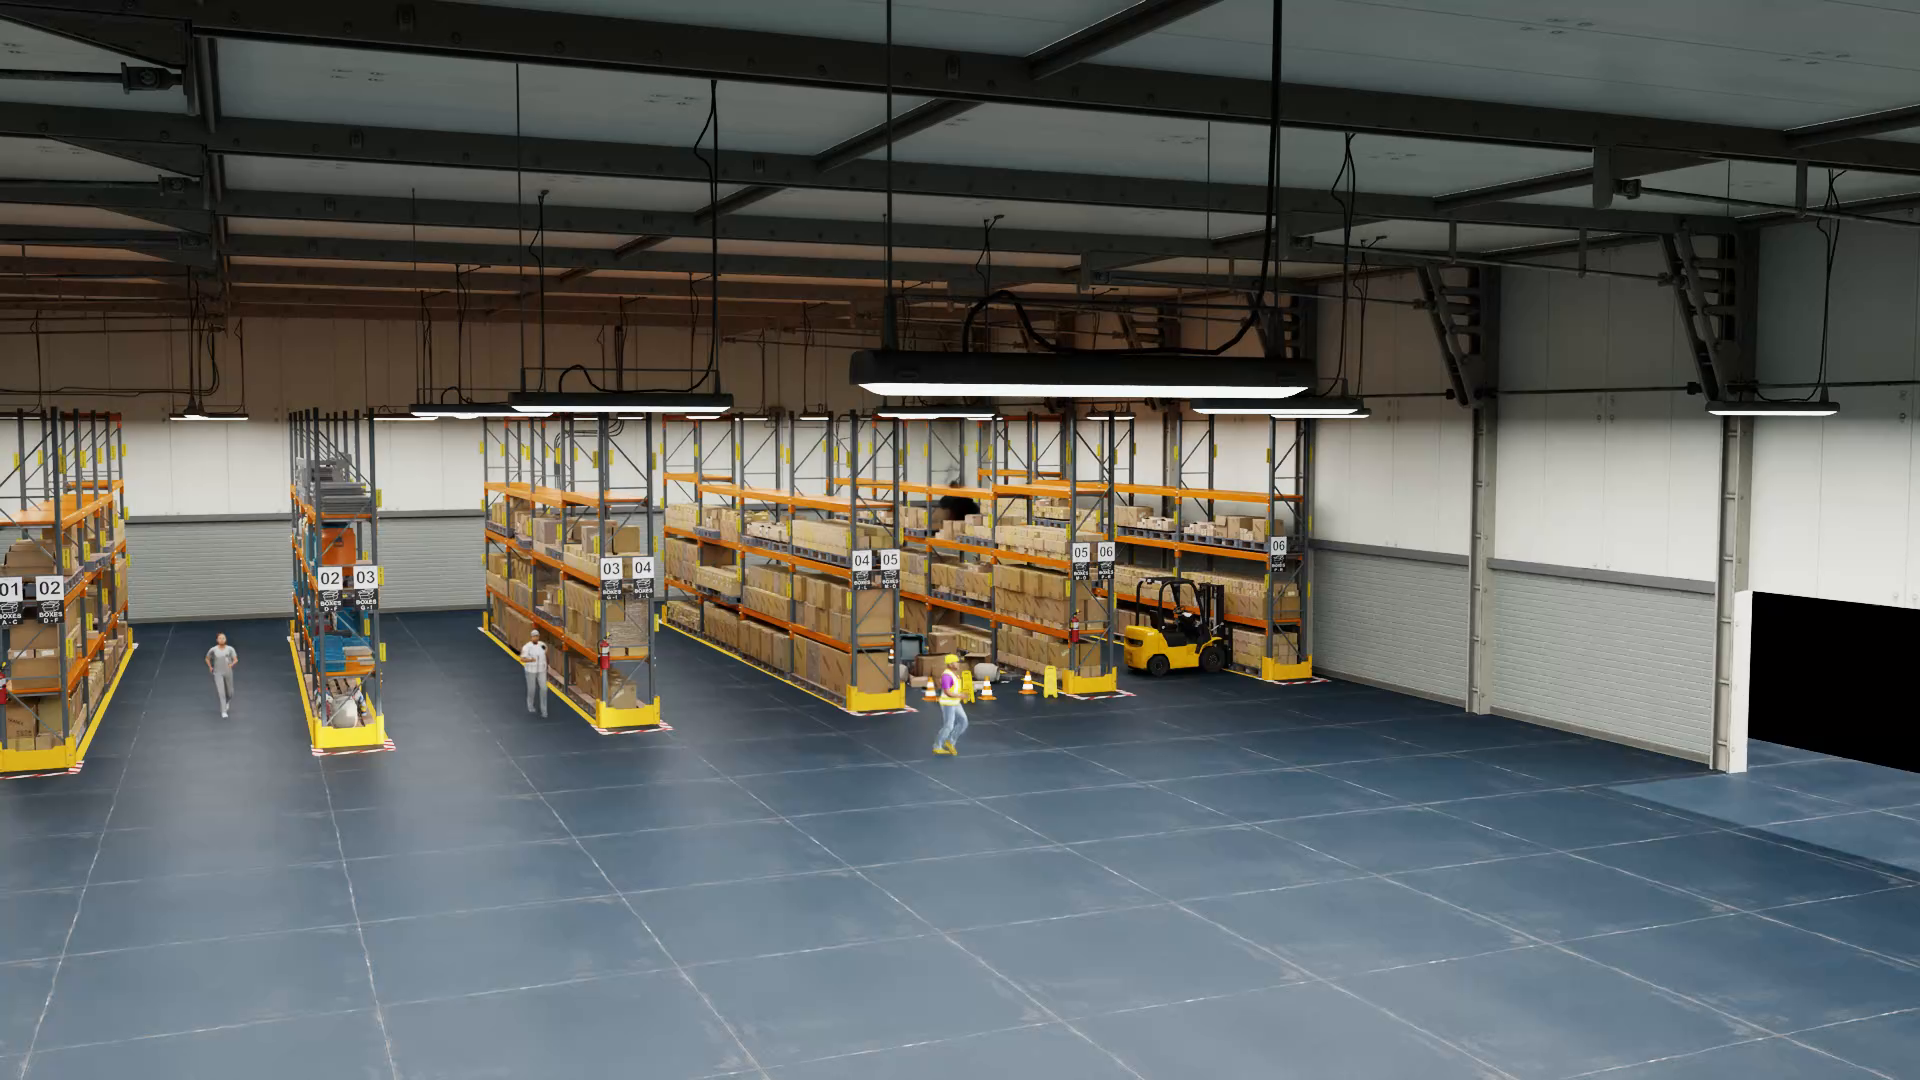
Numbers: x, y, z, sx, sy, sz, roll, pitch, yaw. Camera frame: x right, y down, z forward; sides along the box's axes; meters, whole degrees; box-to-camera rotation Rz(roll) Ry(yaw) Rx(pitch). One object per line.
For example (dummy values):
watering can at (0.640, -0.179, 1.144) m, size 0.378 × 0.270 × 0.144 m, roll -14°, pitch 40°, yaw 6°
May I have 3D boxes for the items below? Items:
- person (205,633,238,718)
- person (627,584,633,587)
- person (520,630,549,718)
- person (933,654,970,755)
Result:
person at (-14.433, 2.634, 32.523) m, size 0.575 × 1.617 × 0.802 m, roll -2°, pitch 5°, yaw -30°
person at (-9.105, 1.698, 46.045) m, size 0.652 × 1.676 × 1.010 m, roll -1°, pitch 4°, yaw -13°
person at (-8.327, 2.612, 32.603) m, size 0.593 × 1.722 × 0.816 m, roll -2°, pitch 4°, yaw -25°
person at (-0.125, 2.852, 28.649) m, size 0.695 × 1.789 × 0.718 m, roll 1°, pitch 4°, yaw 17°
